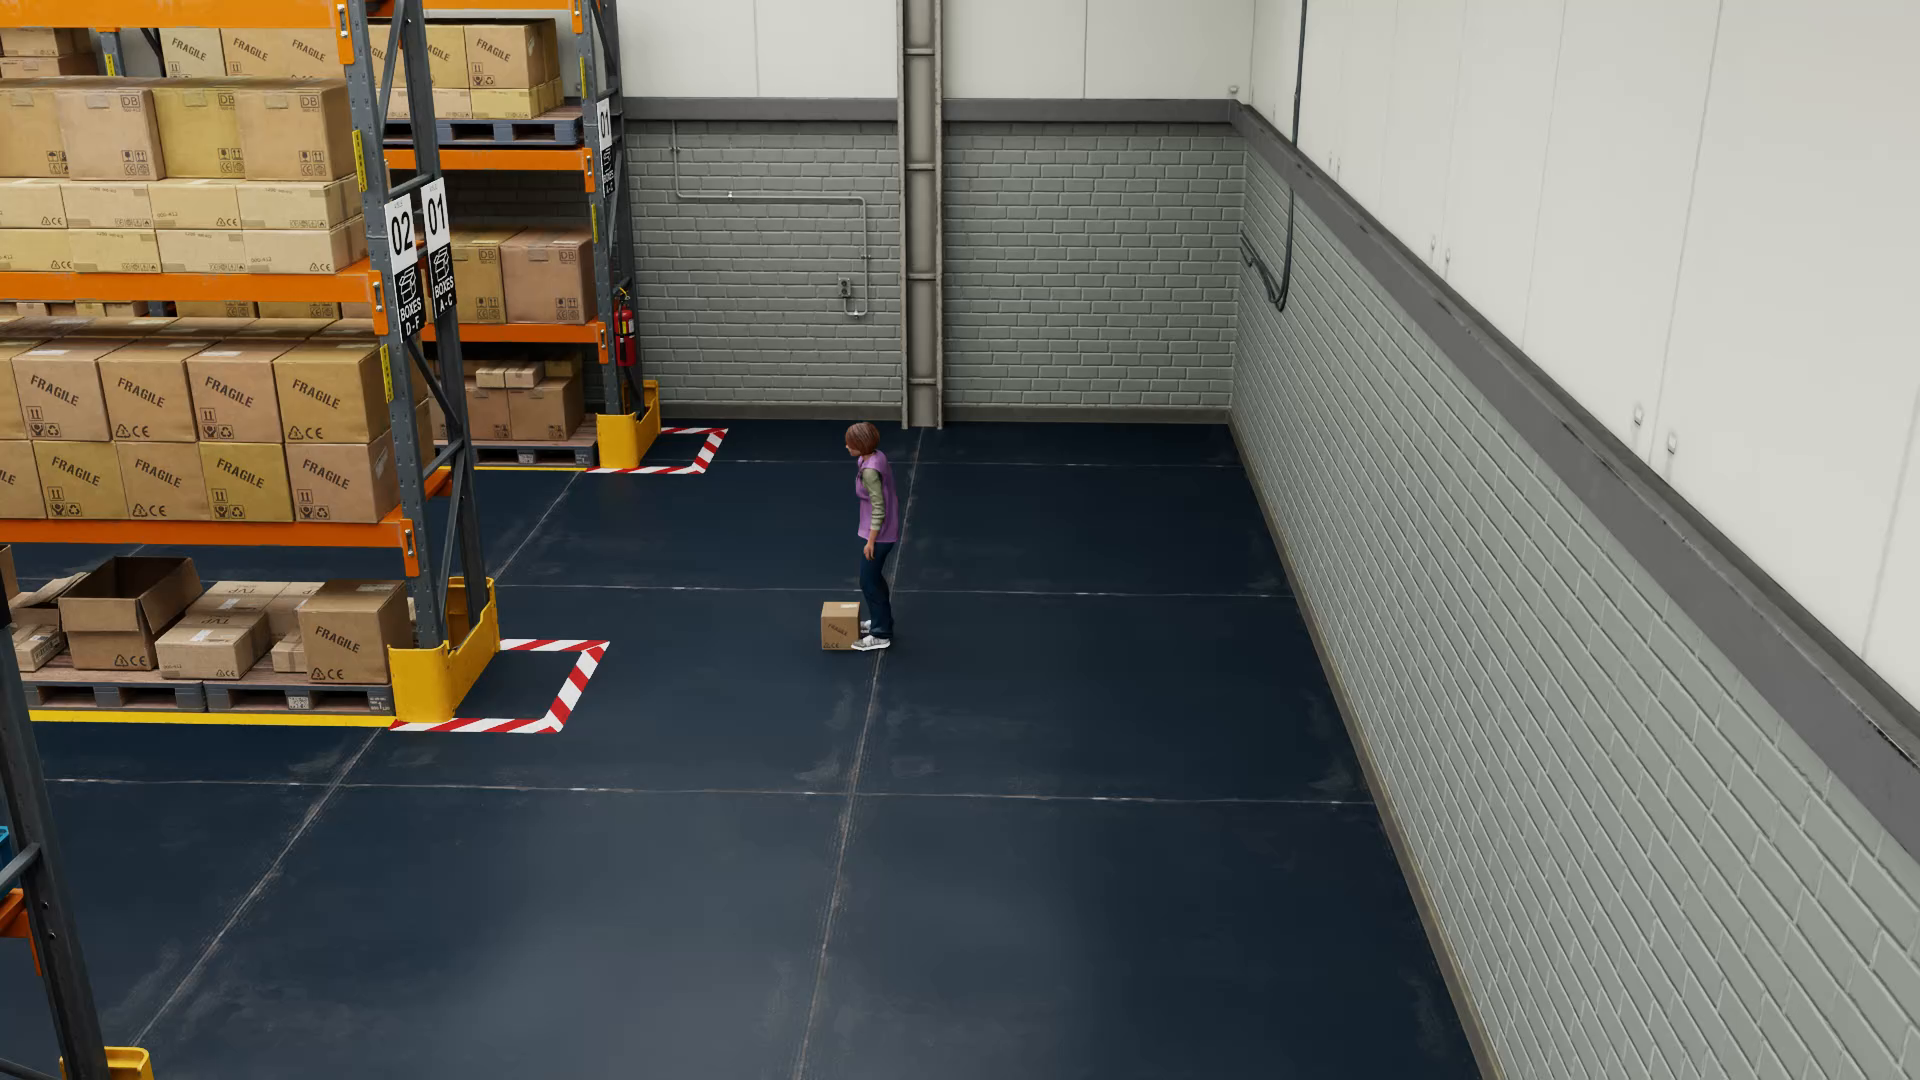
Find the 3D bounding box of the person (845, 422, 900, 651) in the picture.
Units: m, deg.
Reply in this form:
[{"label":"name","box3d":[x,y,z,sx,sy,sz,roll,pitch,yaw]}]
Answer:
[{"label":"person","box3d":[-0.580,-0.036,11.192,0.347,1.592,0.482,-1,21,-2]}]
